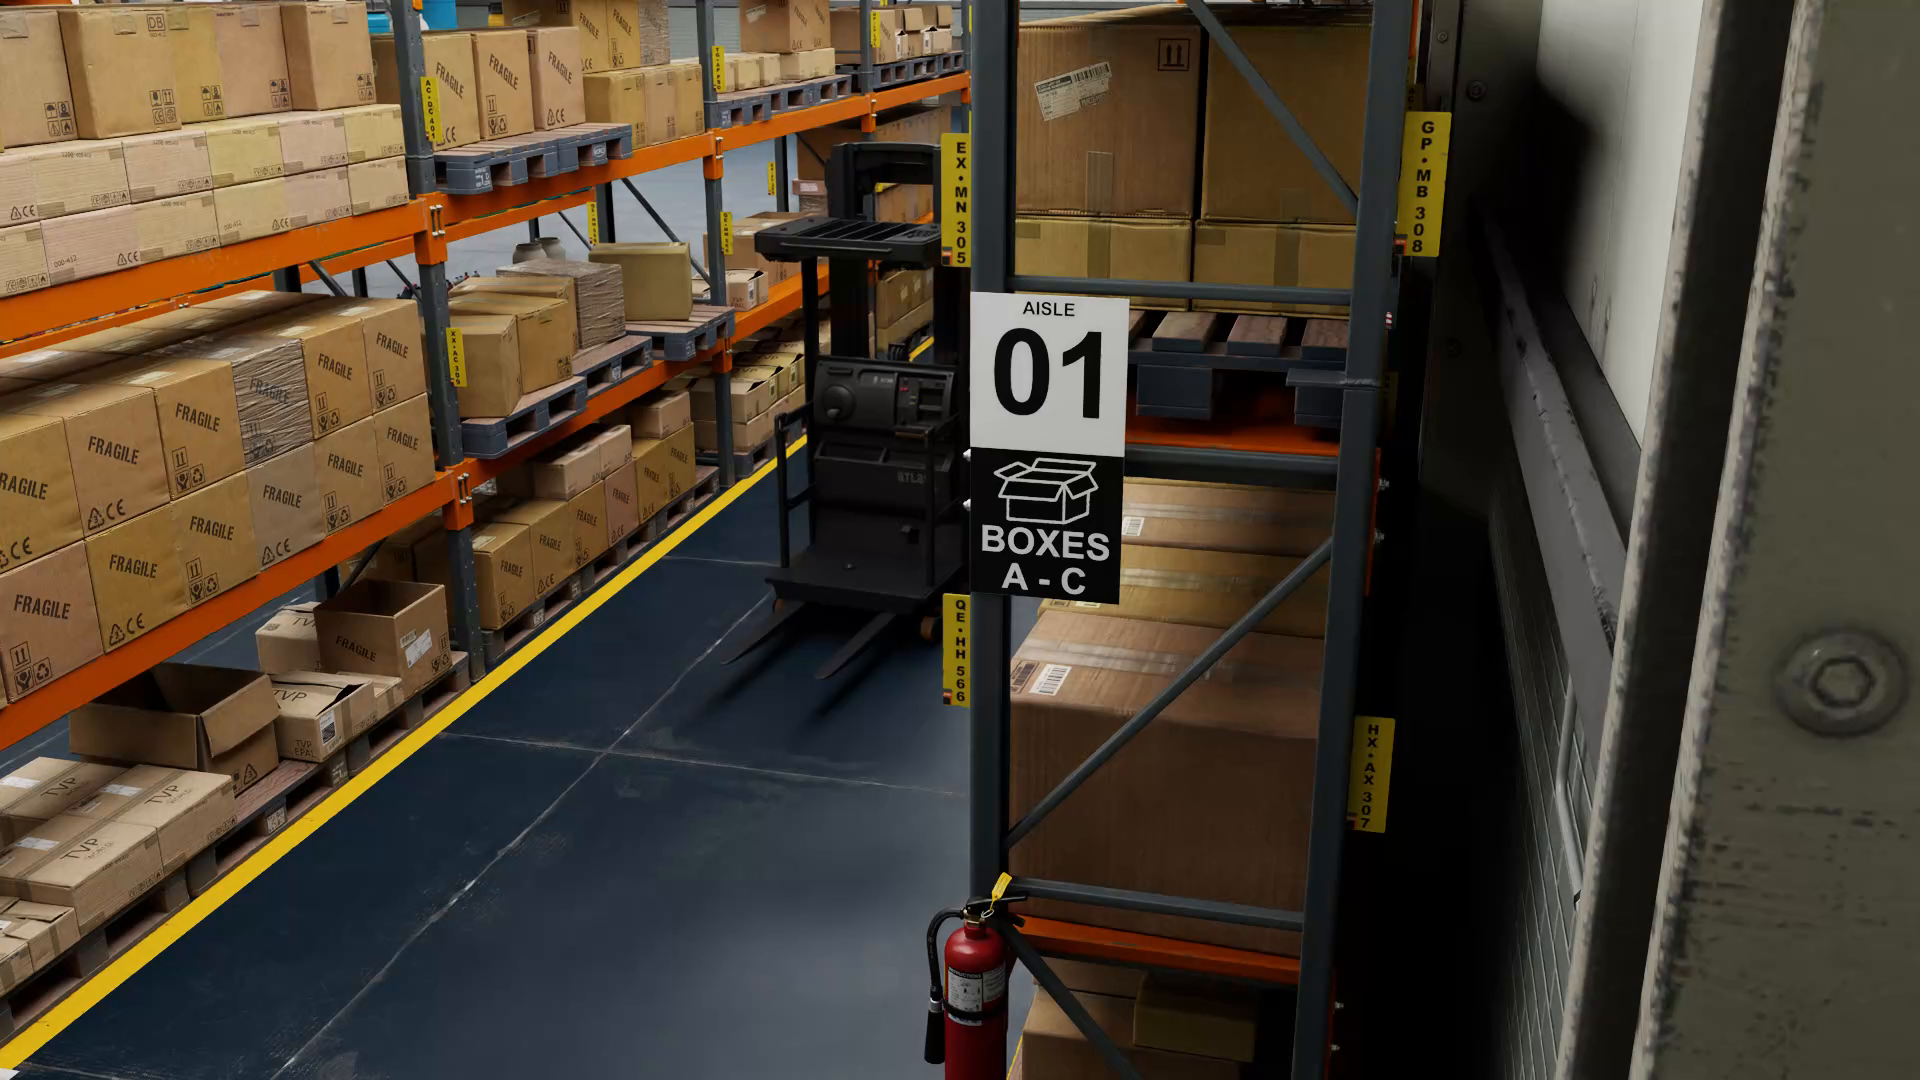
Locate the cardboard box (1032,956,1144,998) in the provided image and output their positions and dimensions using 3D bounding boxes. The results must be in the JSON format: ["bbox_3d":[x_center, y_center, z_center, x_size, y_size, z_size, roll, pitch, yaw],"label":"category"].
[{"bbox_3d":[0.454,1.404,5.650,0.380,0.149,0.250,4,19,13],"label":"cardboard box"}]

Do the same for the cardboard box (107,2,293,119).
[{"bbox_3d":[-3.643,-2.274,7.862,0.700,0.500,0.500,5,19,13],"label":"cardboard box"}]

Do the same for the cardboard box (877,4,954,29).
[{"bbox_3d":[-0.514,-5.950,19.299,0.797,0.503,0.637,6,20,17],"label":"cardboard box"}]

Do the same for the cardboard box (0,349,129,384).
[{"bbox_3d":[-4.066,-0.545,7.441,0.500,0.500,0.500,5,20,15],"label":"cardboard box"}]

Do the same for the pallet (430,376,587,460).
[{"bbox_3d":[-3.000,-0.786,10.145,1.003,0.211,1.213,5,19,13],"label":"pallet"}]

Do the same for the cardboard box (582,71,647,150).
[{"bbox_3d":[-2.650,-2.893,11.222,0.910,0.500,0.500,5,19,13],"label":"cardboard box"}]

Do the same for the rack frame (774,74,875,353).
[{"bbox_3d":[-1.347,-3.142,16.747,1.000,3.000,0.127,5,19,13],"label":"rack frame"}]

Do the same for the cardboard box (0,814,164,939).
[{"bbox_3d":[-3.749,1.407,7.001,0.500,0.250,0.500,5,19,13],"label":"cardboard box"}]

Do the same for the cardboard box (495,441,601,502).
[{"bbox_3d":[-2.703,-0.461,10.923,0.500,0.250,0.500,5,19,13],"label":"cardboard box"}]

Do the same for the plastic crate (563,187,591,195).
[{"bbox_3d":[-5.004,-4.538,21.062,0.499,0.251,0.616,5,19,13],"label":"plastic crate"}]

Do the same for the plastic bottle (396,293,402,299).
[{"bbox_3d":[-6.352,-2.634,18.781,0.061,0.283,0.133,6,20,16],"label":"plastic bottle"}]

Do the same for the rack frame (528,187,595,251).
[{"bbox_3d":[-5.172,-4.788,21.566,1.000,3.000,0.127,5,19,13],"label":"rack frame"}]

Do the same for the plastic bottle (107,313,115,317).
[{"bbox_3d":[-6.914,-1.919,13.474,0.097,0.201,0.097,0,19,0],"label":"plastic bottle"}]

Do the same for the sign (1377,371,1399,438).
[{"bbox_3d":[2.041,-0.649,7.984,0.100,0.325,0.005,5,19,13],"label":"sign"}]

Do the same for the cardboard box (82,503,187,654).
[{"bbox_3d":[-3.668,0.134,7.000,0.500,0.500,0.500,5,19,13],"label":"cardboard box"}]

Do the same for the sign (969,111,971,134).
[{"bbox_3d":[0.153,-5.009,20.054,0.100,0.325,0.005,5,19,13],"label":"sign"}]

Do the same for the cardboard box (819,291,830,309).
[{"bbox_3d":[-1.312,-2.713,17.934,0.500,0.500,0.500,5,19,13],"label":"cardboard box"}]

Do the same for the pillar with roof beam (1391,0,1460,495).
[{"bbox_3d":[-0.538,-5.017,12.953,9.100,9.000,0.400,5,19,13],"label":"pillar with roof beam"}]

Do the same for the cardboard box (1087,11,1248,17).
[{"bbox_3d":[0.692,-1.512,5.599,0.500,0.500,0.500,4,19,11],"label":"cardboard box"}]

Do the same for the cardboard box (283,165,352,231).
[{"bbox_3d":[-3.295,-1.654,7.981,0.500,0.250,0.500,5,19,13],"label":"cardboard box"}]

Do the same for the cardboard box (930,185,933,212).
[{"bbox_3d":[-0.620,-4.133,19.493,0.700,0.500,0.500,5,20,15],"label":"cardboard box"}]

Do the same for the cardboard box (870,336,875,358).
[{"bbox_3d":[-1.167,-1.887,16.676,0.500,0.250,0.500,4,19,13],"label":"cardboard box"}]

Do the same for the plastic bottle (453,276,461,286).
[{"bbox_3d":[-6.025,-3.023,19.938,0.097,0.271,0.097,0,19,0],"label":"plastic bottle"}]

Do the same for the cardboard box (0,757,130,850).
[{"bbox_3d":[-4.124,1.227,7.529,0.500,0.250,0.500,5,19,13],"label":"cardboard box"}]

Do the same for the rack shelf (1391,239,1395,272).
[{"bbox_3d":[1.992,-1.951,9.730,1.077,0.370,4.000,5,19,13],"label":"rack shelf"}]

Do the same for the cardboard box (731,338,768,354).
[{"bbox_3d":[-2.064,-1.713,15.300,0.500,0.311,0.500,5,20,15],"label":"cardboard box"}]

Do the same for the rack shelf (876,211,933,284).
[{"bbox_3d":[-0.858,-3.429,18.698,1.077,0.370,4.000,5,19,13],"label":"rack shelf"}]

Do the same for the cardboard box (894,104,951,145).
[{"bbox_3d":[-0.509,-4.895,19.718,0.700,0.500,0.500,5,19,14],"label":"cardboard box"}]

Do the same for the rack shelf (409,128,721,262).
[{"bbox_3d":[-2.813,-2.341,10.872,1.077,0.370,4.000,5,19,13],"label":"rack shelf"}]

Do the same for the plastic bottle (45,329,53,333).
[{"bbox_3d":[-7.080,-1.706,12.849,0.097,0.201,0.097,0,19,0],"label":"plastic bottle"}]

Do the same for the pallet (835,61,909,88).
[{"bbox_3d":[-1.164,-4.789,17.065,1.003,0.211,1.213,5,19,13],"label":"pallet"}]

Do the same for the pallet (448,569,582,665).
[{"bbox_3d":[-3.139,0.427,10.612,1.003,0.211,1.213,5,19,13],"label":"pallet"}]

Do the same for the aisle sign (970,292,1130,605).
[{"bbox_3d":[0.217,-0.222,4.176,0.394,0.787,0.004,5,19,13],"label":"aisle sign"}]

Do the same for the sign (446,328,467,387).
[{"bbox_3d":[-2.773,-1.004,9.147,0.100,0.325,0.005,5,19,13],"label":"sign"}]

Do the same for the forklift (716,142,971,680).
[{"bbox_3d":[-0.555,-0.899,10.285,1.130,2.935,3.031,7,20,19],"label":"forklift"}]

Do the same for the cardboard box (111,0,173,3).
[{"bbox_3d":[-10.108,-6.518,20.601,0.500,0.500,0.500,5,19,13],"label":"cardboard box"}]

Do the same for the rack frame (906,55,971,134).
[{"bbox_3d":[-0.370,-4.396,20.417,1.000,3.000,0.127,5,19,13],"label":"rack frame"}]

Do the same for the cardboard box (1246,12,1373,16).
[{"bbox_3d":[1.197,-1.474,5.488,0.500,0.500,0.500,5,19,13],"label":"cardboard box"}]

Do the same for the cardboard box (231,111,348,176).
[{"bbox_3d":[-3.282,-1.890,7.897,0.500,0.250,0.500,5,19,13],"label":"cardboard box"}]

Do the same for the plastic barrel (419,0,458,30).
[{"bbox_3d":[-5.802,-5.694,18.150,0.600,0.901,0.708,5,19,13],"label":"plastic barrel"}]

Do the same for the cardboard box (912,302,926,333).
[{"bbox_3d":[-0.685,-2.474,18.394,0.500,0.250,0.500,5,19,13],"label":"cardboard box"}]

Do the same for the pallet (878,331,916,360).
[{"bbox_3d":[-1.112,-2.069,17.918,1.003,0.211,1.213,5,19,13],"label":"pallet"}]

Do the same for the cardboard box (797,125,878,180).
[{"bbox_3d":[-1.245,-3.943,16.930,0.700,0.500,0.500,5,19,14],"label":"cardboard box"}]

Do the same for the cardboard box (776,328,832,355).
[{"bbox_3d":[-1.413,-1.836,15.659,0.500,0.311,0.500,5,19,13],"label":"cardboard box"}]

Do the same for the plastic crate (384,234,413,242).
[{"bbox_3d":[-5.971,-3.389,17.370,0.402,0.464,0.583,5,19,13],"label":"plastic crate"}]

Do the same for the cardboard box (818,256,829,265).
[{"bbox_3d":[-1.384,-2.789,15.919,0.396,0.266,0.258,4,19,12],"label":"cardboard box"}]

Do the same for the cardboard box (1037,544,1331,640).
[{"bbox_3d":[0.807,0.477,5.685,0.980,0.700,0.700,5,19,13],"label":"cardboard box"}]

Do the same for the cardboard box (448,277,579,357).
[{"bbox_3d":[-2.930,-1.440,10.957,0.700,0.500,0.500,0,19,-1],"label":"cardboard box"}]

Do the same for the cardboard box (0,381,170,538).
[{"bbox_3d":[-3.667,-0.341,6.843,0.500,0.500,0.500,5,19,14],"label":"cardboard box"}]

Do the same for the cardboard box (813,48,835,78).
[{"bbox_3d":[-1.507,-4.497,15.655,0.500,0.250,0.500,7,20,19],"label":"cardboard box"}]

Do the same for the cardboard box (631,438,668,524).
[{"bbox_3d":[-2.452,-0.440,12.022,0.500,0.500,0.500,4,19,11],"label":"cardboard box"}]
